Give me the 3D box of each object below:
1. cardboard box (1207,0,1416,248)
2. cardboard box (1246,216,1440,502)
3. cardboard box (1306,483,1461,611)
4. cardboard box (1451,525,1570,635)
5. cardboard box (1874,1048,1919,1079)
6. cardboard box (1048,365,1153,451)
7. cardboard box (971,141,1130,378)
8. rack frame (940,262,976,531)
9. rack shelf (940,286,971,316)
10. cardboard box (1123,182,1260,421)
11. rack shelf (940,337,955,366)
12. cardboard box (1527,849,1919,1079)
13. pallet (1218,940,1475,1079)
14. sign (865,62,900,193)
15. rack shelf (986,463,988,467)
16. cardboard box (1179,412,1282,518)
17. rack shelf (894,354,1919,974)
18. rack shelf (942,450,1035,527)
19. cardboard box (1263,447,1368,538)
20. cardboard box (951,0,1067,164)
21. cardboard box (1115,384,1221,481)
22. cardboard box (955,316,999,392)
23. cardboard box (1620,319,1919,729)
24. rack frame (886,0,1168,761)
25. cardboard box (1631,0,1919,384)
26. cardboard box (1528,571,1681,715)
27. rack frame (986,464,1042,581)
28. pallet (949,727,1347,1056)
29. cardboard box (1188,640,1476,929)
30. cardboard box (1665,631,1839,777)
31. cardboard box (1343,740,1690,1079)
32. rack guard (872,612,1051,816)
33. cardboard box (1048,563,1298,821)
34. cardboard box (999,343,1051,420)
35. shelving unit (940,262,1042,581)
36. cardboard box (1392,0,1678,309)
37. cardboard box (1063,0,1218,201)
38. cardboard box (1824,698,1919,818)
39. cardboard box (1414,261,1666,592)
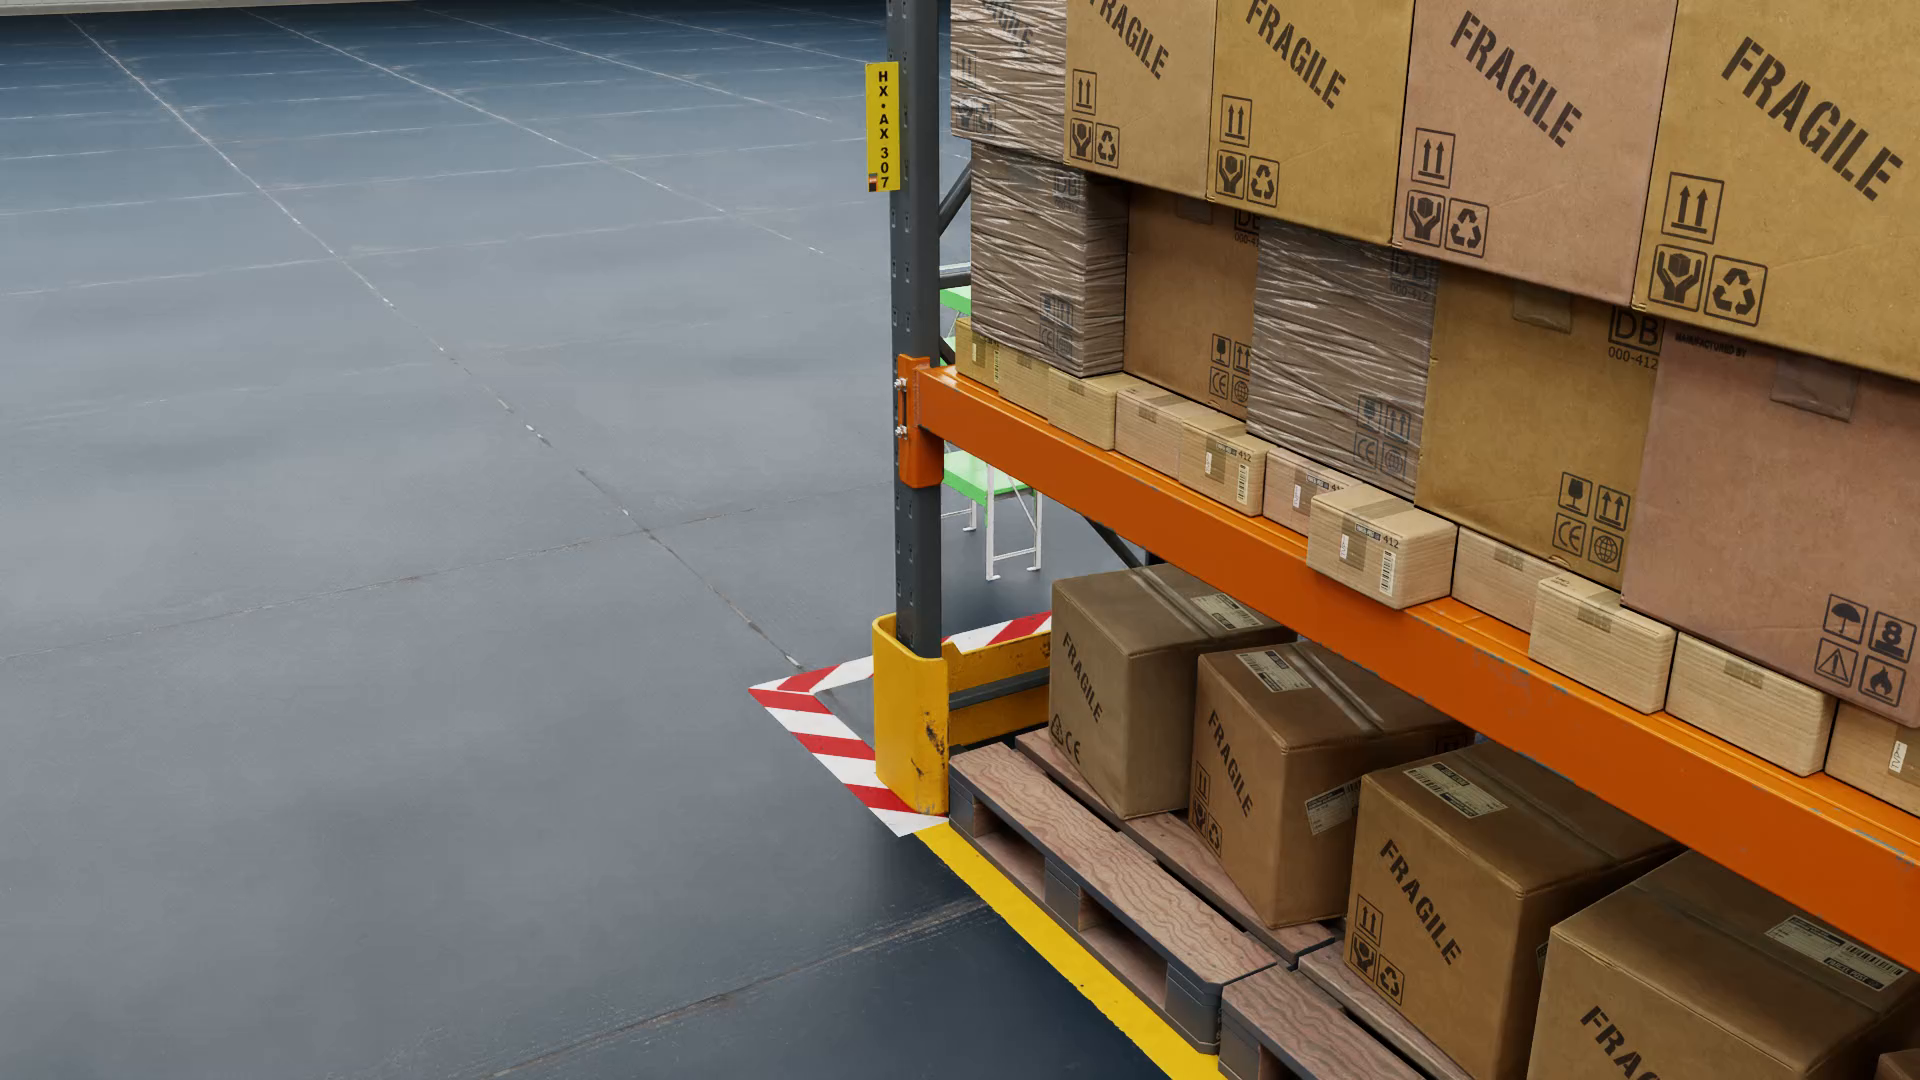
[{"bbox_3d":[0.823,-0.863,3.096,0.500,0.500,0.500,-13,25,-28],"label":"cardboard box"},{"bbox_3d":[1.105,-0.463,3.439,0.875,0.500,0.500,-13,25,-28],"label":"cardboard box"},{"bbox_3d":[0.894,-0.012,3.192,0.380,0.149,0.250,-13,25,-28],"label":"cardboard box"},{"bbox_3d":[1.136,0.043,3.056,0.380,0.149,0.250,-13,25,-28],"label":"cardboard box"},{"bbox_3d":[1.845,1.166,2.721,0.500,0.500,0.500,-5,23,-11],"label":"cardboard box"},{"bbox_3d":[0.437,-0.348,4.018,0.380,0.149,0.250,-13,25,-28],"label":"cardboard box"},{"bbox_3d":[0.528,-0.772,4.199,0.875,0.500,0.500,-13,25,-28],"label":"cardboard box"},{"bbox_3d":[-0.040,-0.581,6.648,0.240,1.200,0.015,-13,25,-28],"label":"rack frame"},{"bbox_3d":[0.085,-0.888,6.297,0.258,0.148,0.480,-13,25,-28],"label":"rack shelf"},{"bbox_3d":[0.886,-0.633,3.858,0.875,0.500,0.500,-13,25,-28],"label":"cardboard box"},{"bbox_3d":[0.085,-0.665,6.387,0.258,0.148,0.480,-13,25,-28],"label":"rack shelf"},{"bbox_3d":[1.460,0.980,3.178,0.500,0.500,0.500,-15,27,-33],"label":"cardboard box"},{"bbox_3d":[1.313,1.209,3.555,1.003,0.211,1.213,-13,25,-28],"label":"pallet"},{"bbox_3d":[-0.196,-1.068,4.305,0.100,0.325,0.005,-13,25,-28],"label":"sign"},{"bbox_3d":[0.085,-0.443,6.478,0.258,0.148,0.480,-13,25,-28],"label":"rack shelf"},{"bbox_3d":[0.704,-0.189,3.627,0.380,0.149,0.250,-13,25,-28],"label":"cardboard box"},{"bbox_3d":[1.292,0.210,3.268,1.077,0.370,4.000,-13,25,-28],"label":"rack shelf"},{"bbox_3d":[0.085,-0.221,6.568,0.258,0.148,0.480,-13,25,-28],"label":"rack shelf"},{"bbox_3d":[0.855,-0.113,3.440,0.380,0.149,0.250,-13,25,-28],"label":"cardboard box"},{"bbox_3d":[0.317,-1.188,3.895,0.500,0.500,0.500,-13,25,-28],"label":"cardboard box"},{"bbox_3d":[0.583,-0.271,3.829,0.380,0.149,0.250,-13,25,-28],"label":"cardboard box"},{"bbox_3d":[0.211,-0.517,4.433,0.380,0.149,0.250,-13,25,-28],"label":"cardboard box"},{"bbox_3d":[1.570,-0.129,2.618,0.875,0.500,0.500,-13,25,-28],"label":"cardboard box"},{"bbox_3d":[0.270,-0.771,4.725,1.000,3.000,0.127,-13,25,-28],"label":"rack frame"},{"bbox_3d":[1.336,-0.540,2.301,0.500,0.500,0.500,-13,25,-28],"label":"cardboard box"},{"bbox_3d":[1.198,0.139,2.820,0.380,0.149,0.250,-13,25,-28],"label":"cardboard box"},{"bbox_3d":[0.209,-0.423,6.259,0.240,1.200,0.015,-13,25,-28],"label":"rack frame"},{"bbox_3d":[0.694,0.815,4.526,1.003,0.211,1.213,-13,25,-28],"label":"pallet"},{"bbox_3d":[0.910,0.585,4.152,0.500,0.500,0.500,-6,23,-14],"label":"cardboard box"},{"bbox_3d":[1.355,0.213,2.638,0.380,0.149,0.250,-13,25,-28],"label":"cardboard box"},{"bbox_3d":[1.213,0.791,3.644,0.500,0.500,0.500,-10,24,-23],"label":"cardboard box"},{"bbox_3d":[0.309,0.411,5.135,1.175,0.500,0.348,-13,25,-28],"label":"rack guard"},{"bbox_3d":[0.575,0.398,4.612,0.500,0.500,0.500,-8,23,-18],"label":"cardboard box"},{"bbox_3d":[0.322,-0.432,4.224,0.380,0.149,0.250,-13,25,-28],"label":"cardboard box"},{"bbox_3d":[0.085,-0.502,6.454,0.258,1.200,0.503,-13,25,-28],"label":"shelving unit"},{"bbox_3d":[1.084,-0.703,2.701,0.500,0.500,0.500,-13,25,-28],"label":"cardboard box"},{"bbox_3d":[0.566,-1.025,3.494,0.500,0.500,0.500,-13,25,-28],"label":"cardboard box"},{"bbox_3d":[1.518,0.286,2.458,0.380,0.149,0.250,-13,25,-28],"label":"cardboard box"},{"bbox_3d":[1.350,-0.299,3.035,0.875,0.500,0.500,-13,25,-28],"label":"cardboard box"}]
